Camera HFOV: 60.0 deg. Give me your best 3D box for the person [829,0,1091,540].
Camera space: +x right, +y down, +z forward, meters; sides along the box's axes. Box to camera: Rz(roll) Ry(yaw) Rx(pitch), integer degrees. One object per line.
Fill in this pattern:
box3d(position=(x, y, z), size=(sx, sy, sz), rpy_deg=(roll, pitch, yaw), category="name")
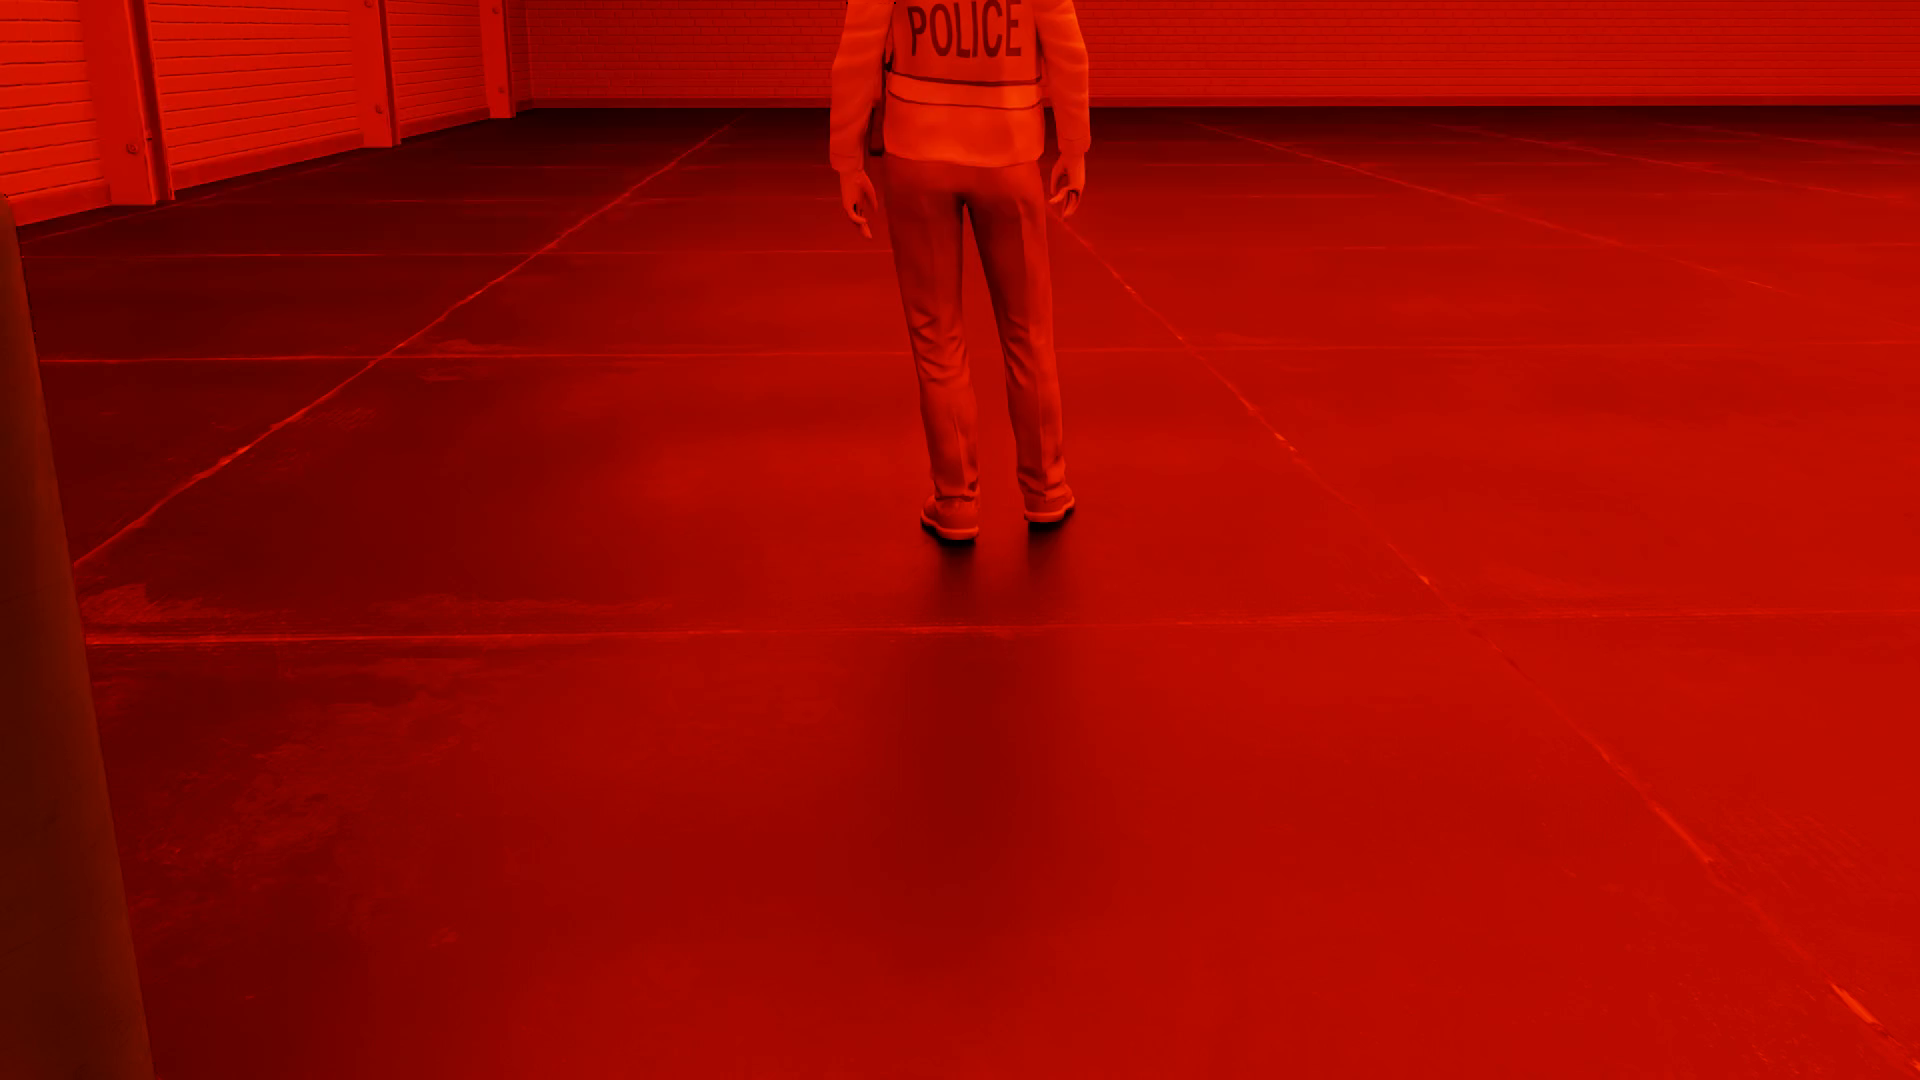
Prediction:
box3d(position=(0.003, -0.837, 3.732), size=(0.587, 1.696, 0.534), rpy_deg=(-1, 17, -3), category="person")
